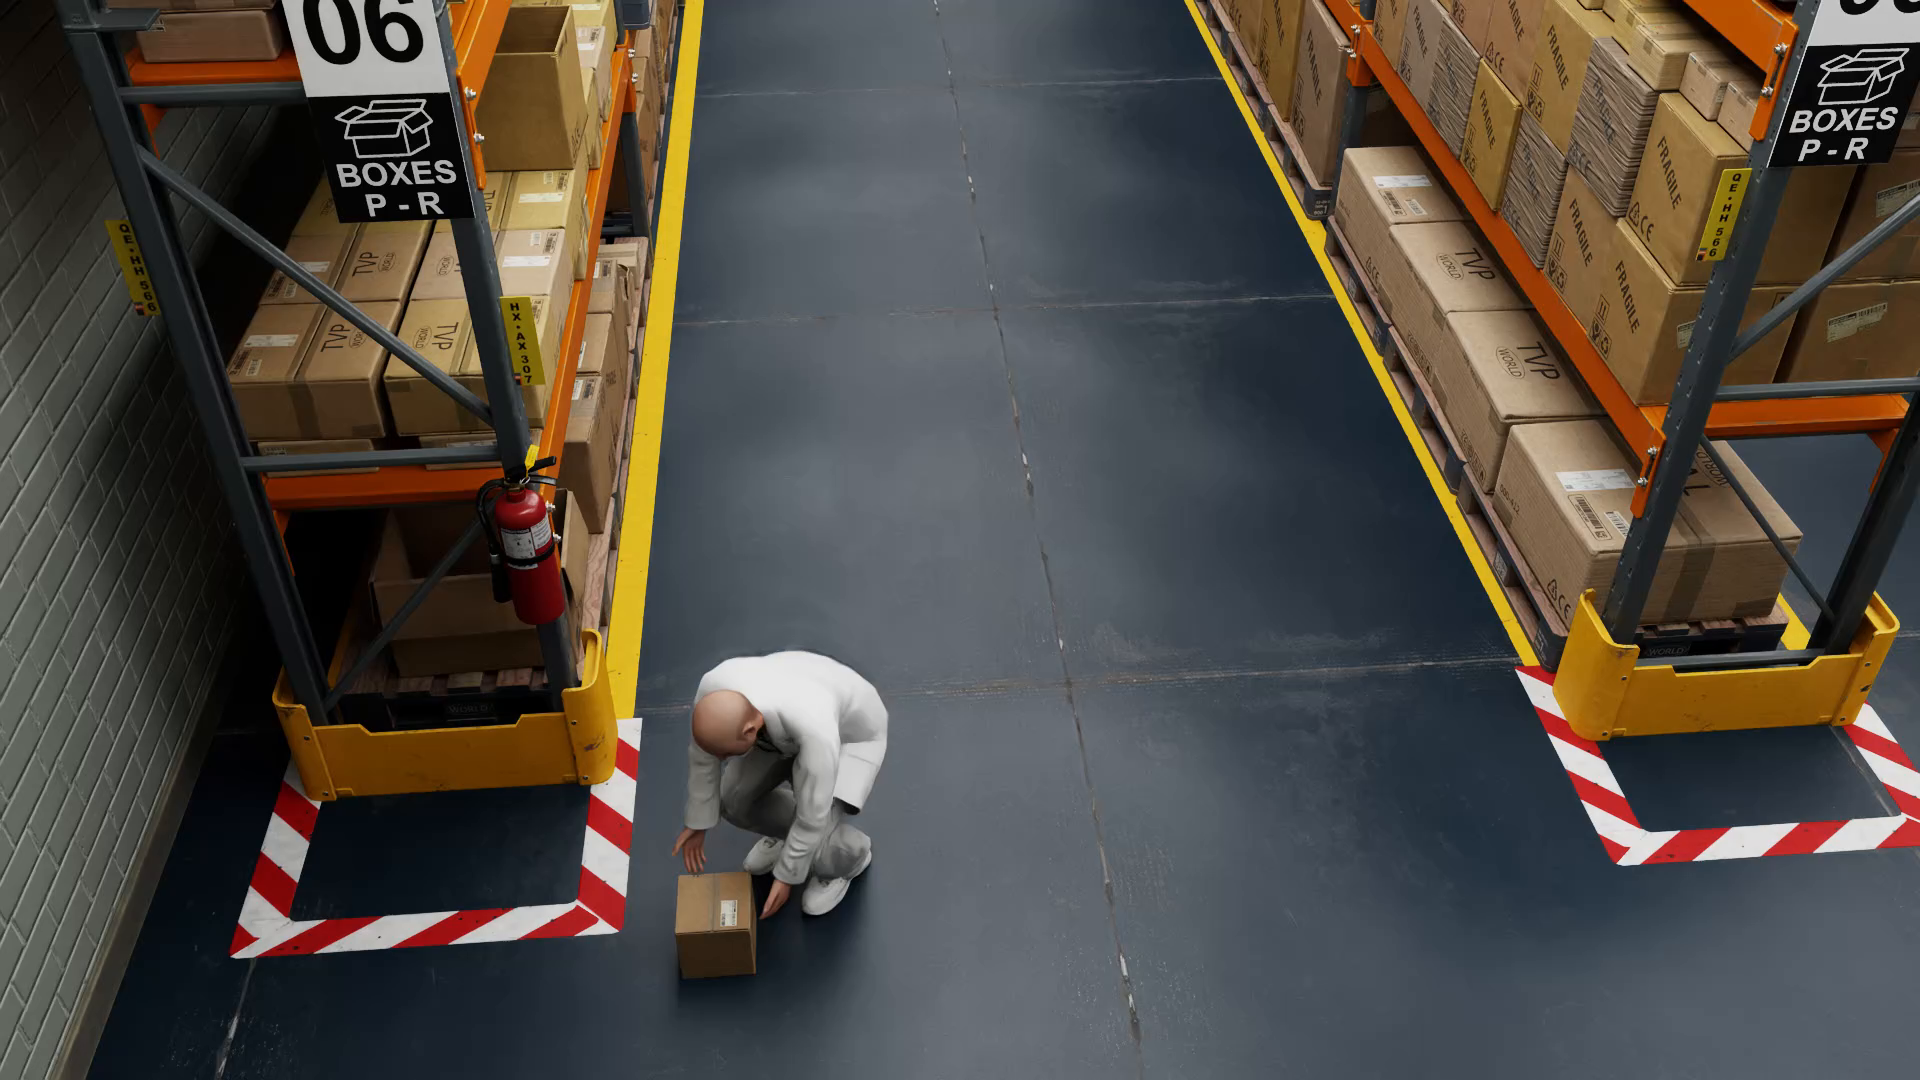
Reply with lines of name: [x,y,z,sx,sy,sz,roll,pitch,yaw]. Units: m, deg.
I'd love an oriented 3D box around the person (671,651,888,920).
person: [-0.570,0.782,5.665,0.625,1.183,0.822,27,46,29]
